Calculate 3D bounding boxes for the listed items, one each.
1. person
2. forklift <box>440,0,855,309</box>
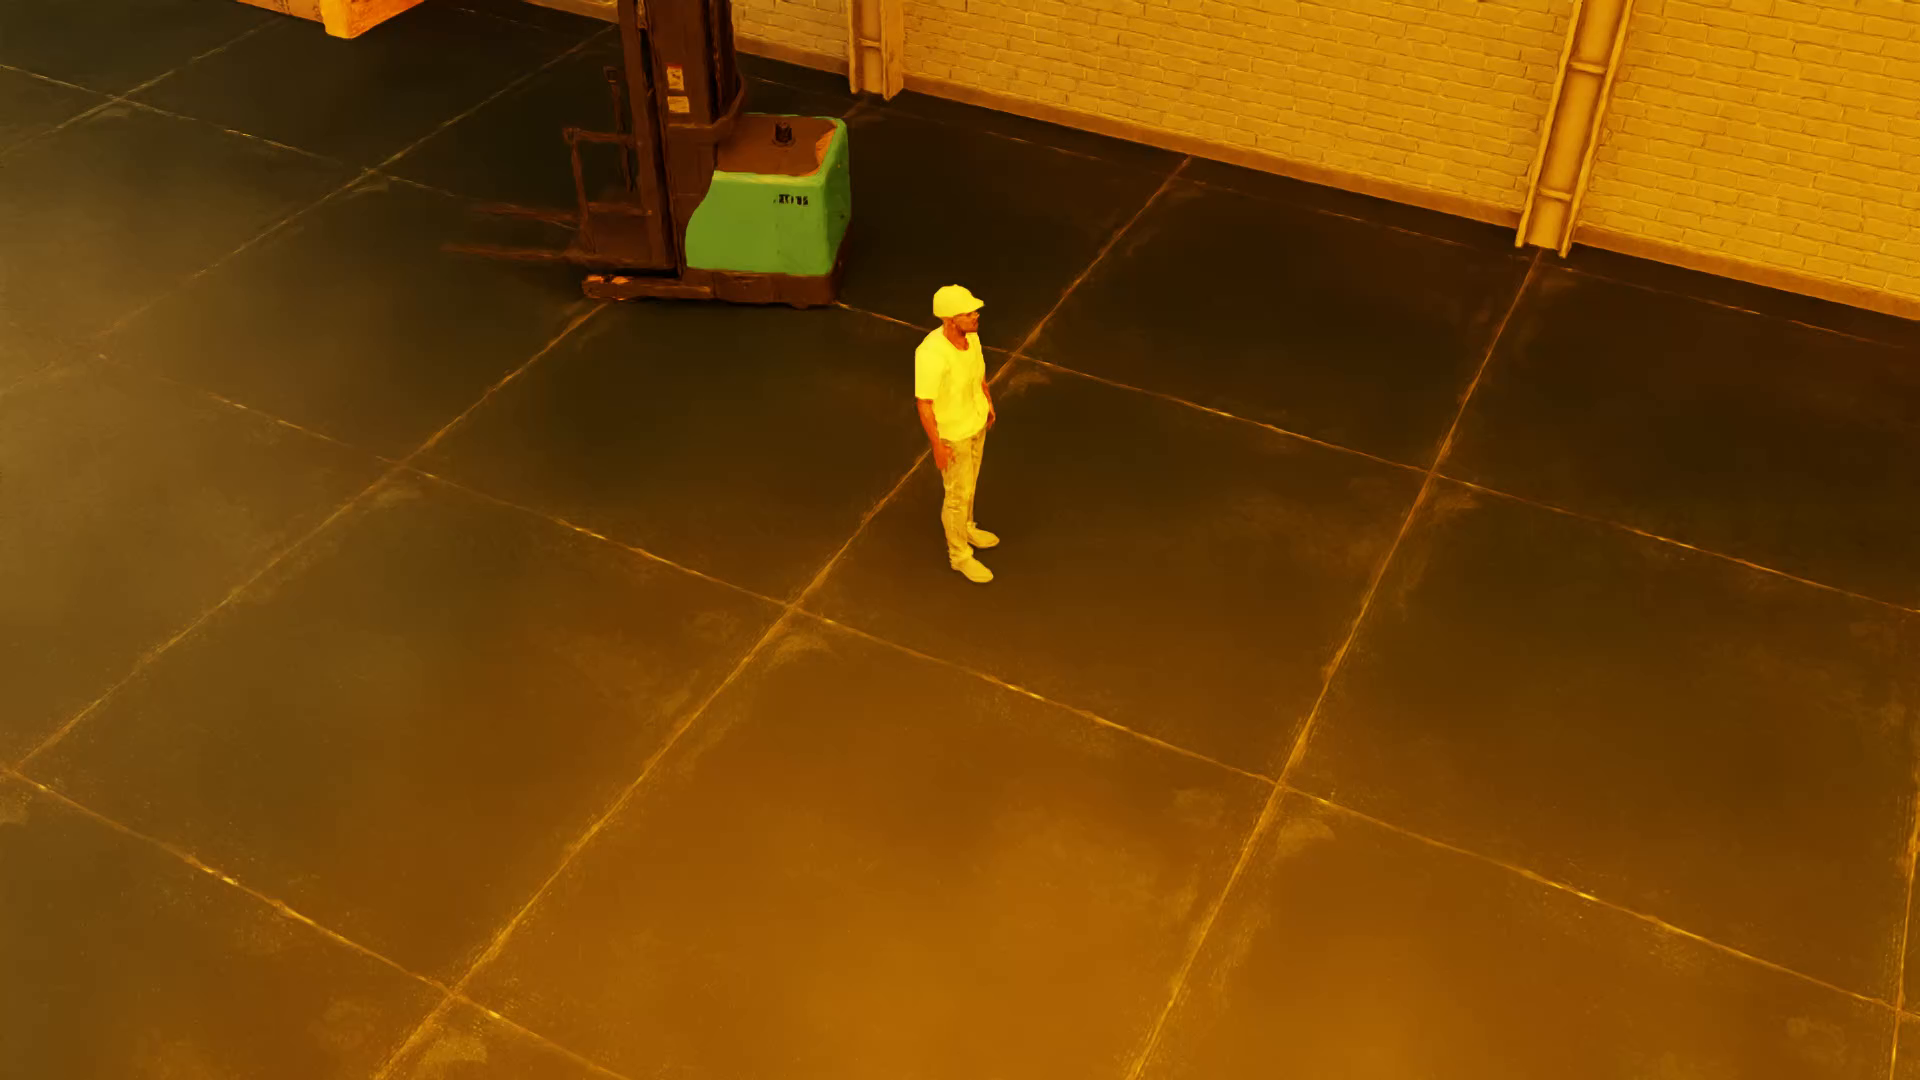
[{"bbox_3d":[0.059,-0.657,9.660,0.576,1.766,0.665,18,43,21],"label":"person"},{"bbox_3d":[-2.376,-3.243,11.837,3.031,2.935,1.130,5,40,6],"label":"forklift"}]
